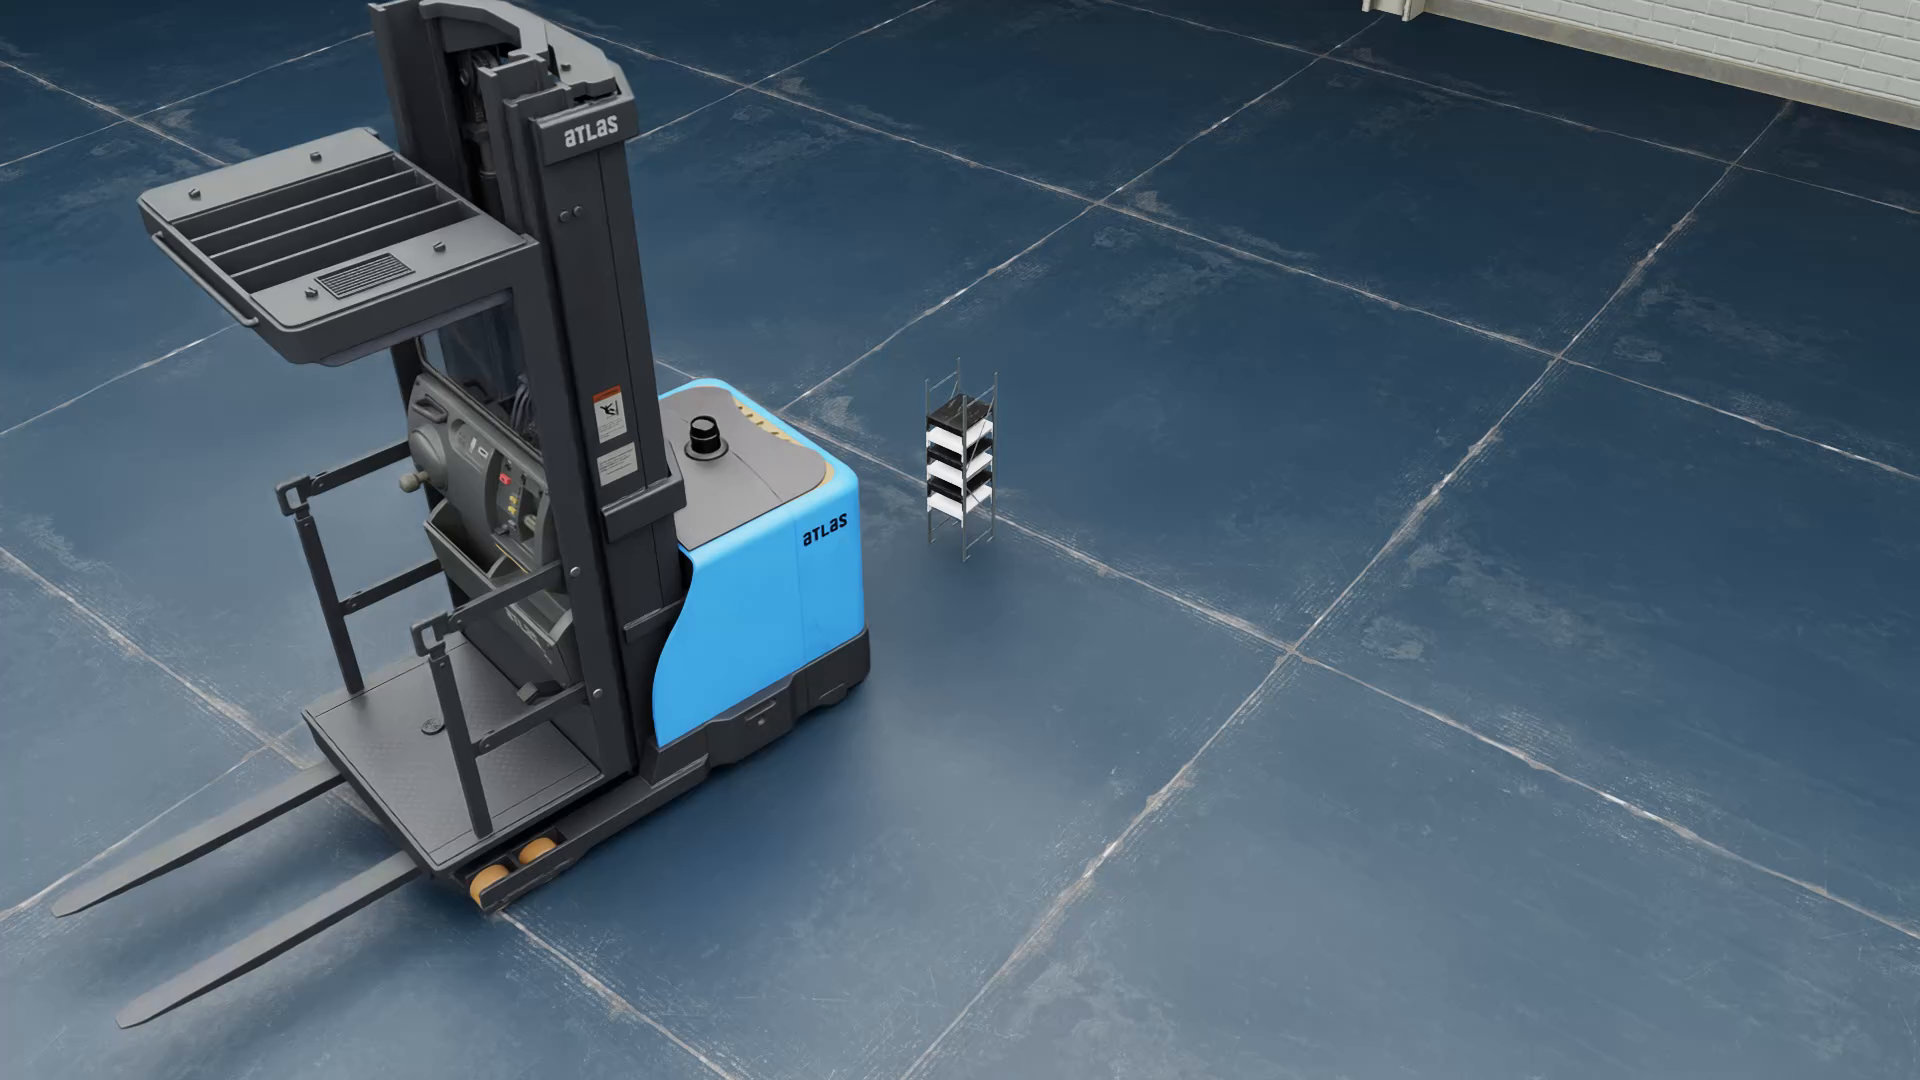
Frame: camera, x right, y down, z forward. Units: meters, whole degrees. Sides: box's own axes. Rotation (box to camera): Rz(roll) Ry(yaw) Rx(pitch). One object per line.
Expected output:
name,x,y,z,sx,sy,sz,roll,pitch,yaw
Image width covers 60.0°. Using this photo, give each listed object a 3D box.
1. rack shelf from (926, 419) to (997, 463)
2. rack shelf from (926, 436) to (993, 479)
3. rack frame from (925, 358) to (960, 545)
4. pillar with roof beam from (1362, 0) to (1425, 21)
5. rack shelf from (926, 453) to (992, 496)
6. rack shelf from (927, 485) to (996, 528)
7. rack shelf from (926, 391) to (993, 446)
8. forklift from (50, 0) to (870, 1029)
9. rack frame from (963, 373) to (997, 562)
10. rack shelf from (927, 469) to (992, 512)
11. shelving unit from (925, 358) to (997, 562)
rack shelf,0.006,-0.467,7.378,0.200,0.077,0.258,25,45,29
rack shelf,0.006,-0.396,7.434,0.200,0.077,0.258,25,45,29
rack frame,-0.074,-0.389,7.517,0.006,0.900,0.240,25,45,29
pillar with roof beam,0.790,-5.600,7.603,0.400,9.000,9.100,25,45,29
rack shelf,0.006,-0.325,7.489,0.200,0.077,0.258,25,45,29
rack shelf,0.006,-0.183,7.600,0.200,0.077,0.258,25,45,29
rack shelf,0.006,-0.538,7.323,0.200,0.077,0.258,25,45,29
forklift,-1.807,-0.175,5.597,3.031,2.935,1.130,-29,46,-32
rack frame,0.087,-0.313,7.420,0.006,0.900,0.240,25,45,29
rack shelf,0.006,-0.254,7.545,0.200,0.077,0.258,25,45,29
shelving unit,0.006,-0.351,7.469,0.210,0.900,0.258,25,45,29
